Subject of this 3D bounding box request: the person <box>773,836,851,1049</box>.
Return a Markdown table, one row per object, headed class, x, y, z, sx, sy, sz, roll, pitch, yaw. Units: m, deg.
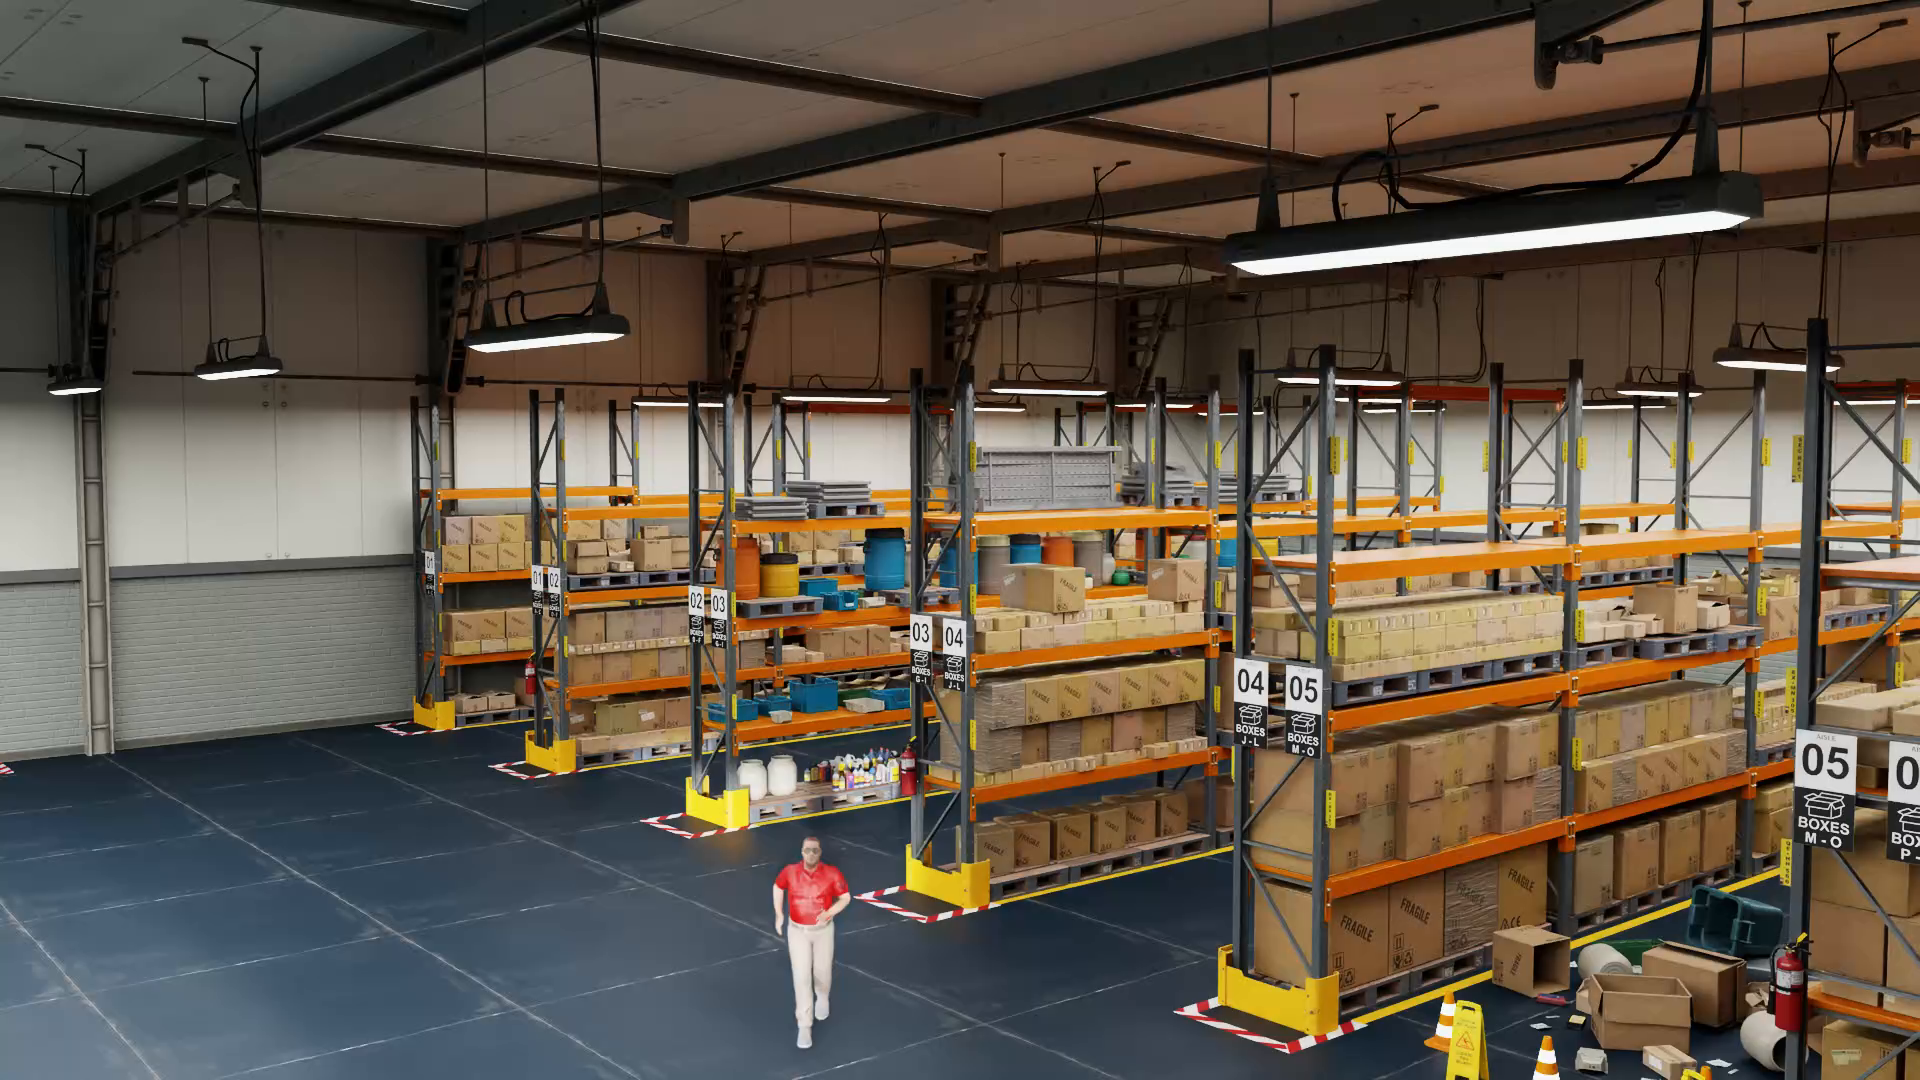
| class | x | y | z | sx | sy | sz | roll | pitch | yaw |
| --- | --- | --- | --- | --- | --- | --- | --- | --- | --- |
| person | -1.292 | 3.410 | 14.484 | 0.679 | 1.674 | 0.860 | 0 | 3 | -5 |
